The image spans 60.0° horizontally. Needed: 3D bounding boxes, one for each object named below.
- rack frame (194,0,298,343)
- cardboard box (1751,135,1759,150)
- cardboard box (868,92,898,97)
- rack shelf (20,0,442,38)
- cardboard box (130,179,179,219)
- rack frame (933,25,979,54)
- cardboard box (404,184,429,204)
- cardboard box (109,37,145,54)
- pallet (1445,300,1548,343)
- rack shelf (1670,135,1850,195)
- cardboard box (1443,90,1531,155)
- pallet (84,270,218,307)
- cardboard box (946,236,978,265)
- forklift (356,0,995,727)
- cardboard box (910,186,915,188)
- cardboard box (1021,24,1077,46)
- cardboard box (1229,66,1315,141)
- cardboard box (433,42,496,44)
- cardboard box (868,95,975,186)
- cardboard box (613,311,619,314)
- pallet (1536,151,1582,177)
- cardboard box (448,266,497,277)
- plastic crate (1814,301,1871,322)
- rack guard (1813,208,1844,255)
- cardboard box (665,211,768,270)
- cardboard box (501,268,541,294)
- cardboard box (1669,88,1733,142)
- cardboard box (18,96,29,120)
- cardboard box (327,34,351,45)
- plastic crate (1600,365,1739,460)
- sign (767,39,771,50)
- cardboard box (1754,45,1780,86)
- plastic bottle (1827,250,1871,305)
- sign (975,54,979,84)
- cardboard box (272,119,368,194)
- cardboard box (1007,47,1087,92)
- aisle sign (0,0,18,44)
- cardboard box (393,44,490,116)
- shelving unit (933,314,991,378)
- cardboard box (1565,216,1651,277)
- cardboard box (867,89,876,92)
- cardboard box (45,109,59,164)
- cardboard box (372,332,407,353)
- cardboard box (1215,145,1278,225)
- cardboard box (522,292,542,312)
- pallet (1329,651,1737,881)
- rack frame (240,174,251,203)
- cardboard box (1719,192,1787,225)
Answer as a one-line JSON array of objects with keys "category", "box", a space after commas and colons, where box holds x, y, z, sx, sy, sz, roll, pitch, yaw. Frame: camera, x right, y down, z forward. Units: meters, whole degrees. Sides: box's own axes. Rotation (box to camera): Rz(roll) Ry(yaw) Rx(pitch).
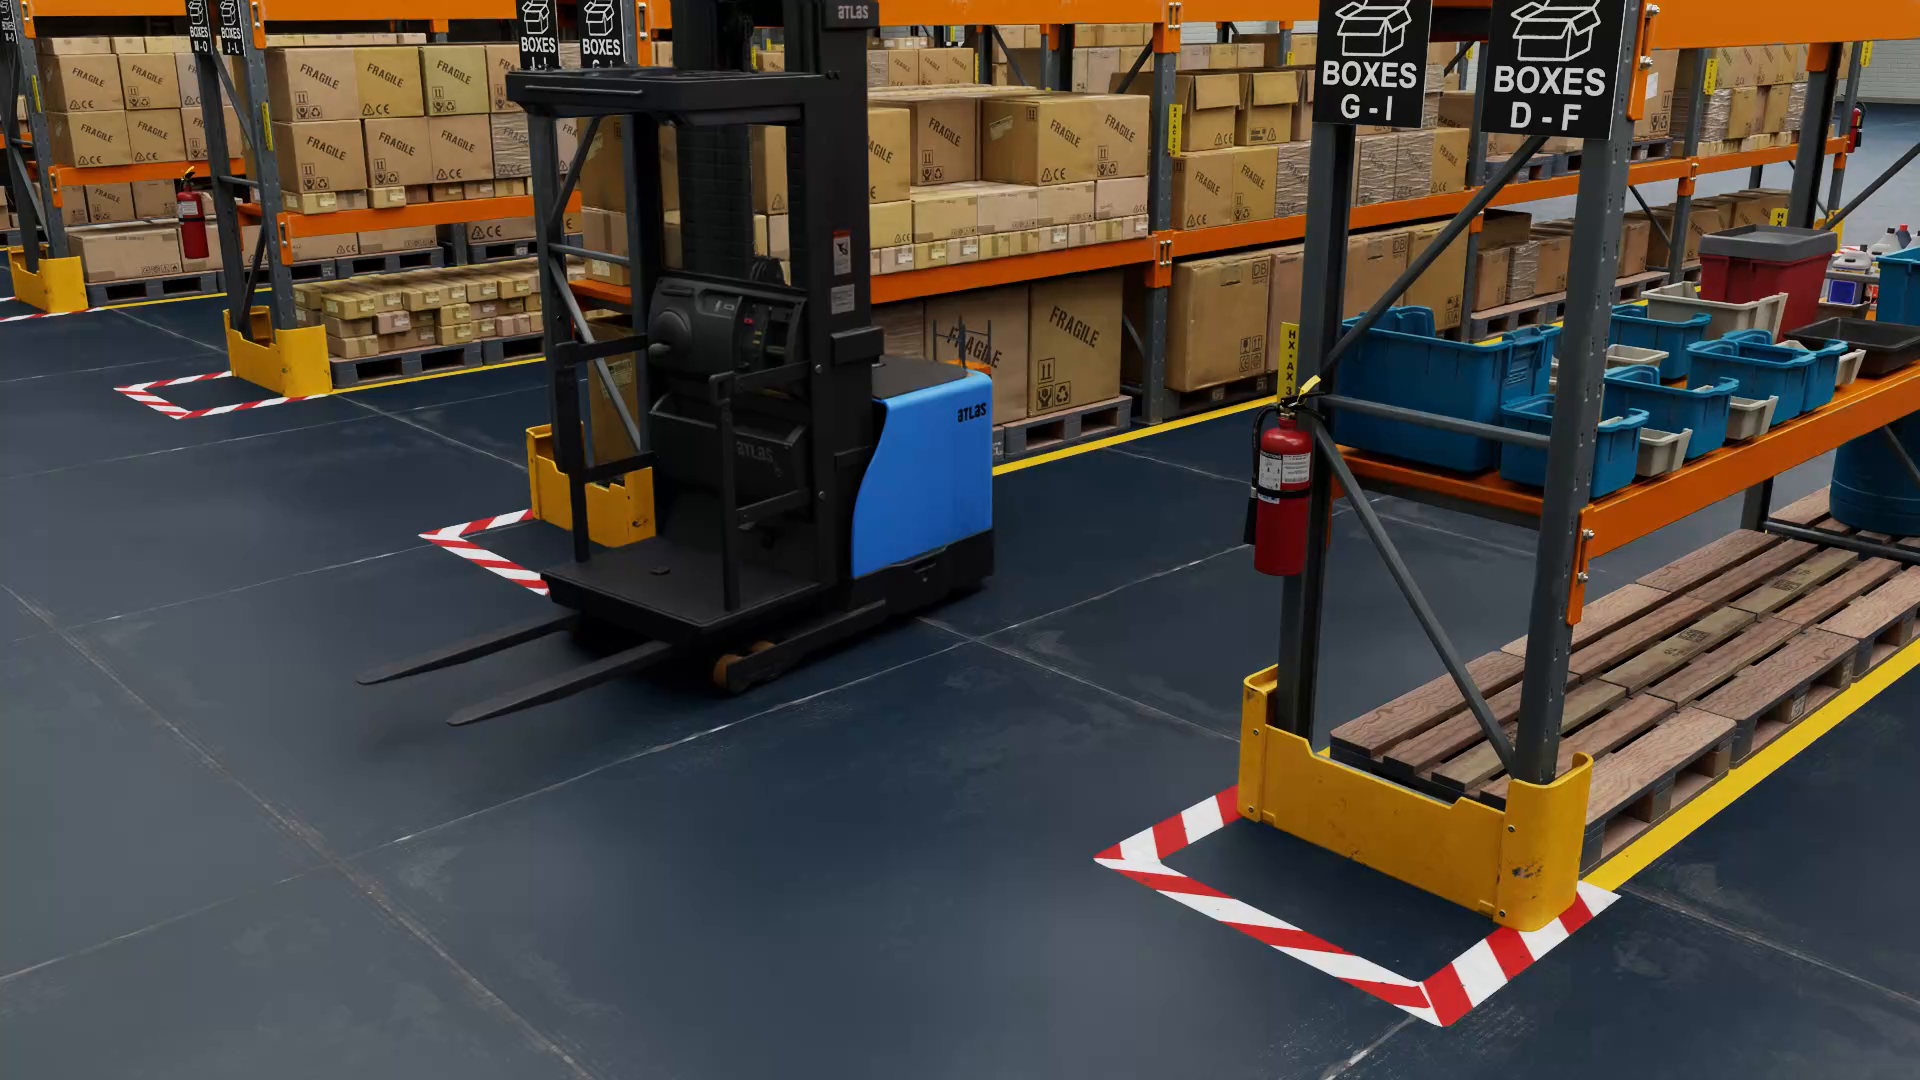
[{"category": "rack frame", "box": [-5.234, -2.610, 12.171, 0.127, 3.000, 1.000, -16, 24, -41]}, {"category": "cardboard box", "box": [8.074, -4.149, 17.325, 0.250, 0.149, 0.380, -16, 24, -41]}, {"category": "cardboard box", "box": [-0.786, -4.075, 15.453, 0.250, 0.149, 0.380, -15, 23, -39]}, {"category": "rack shelf", "box": [-7.255, -5.206, 16.482, 4.000, 0.370, 1.077, -16, 24, -41]}, {"category": "cardboard box", "box": [-10.209, -4.321, 20.820, 0.700, 0.500, 0.500, 17, 24, 42]}, {"category": "rack frame", "box": [0.011, -6.241, 23.369, 0.127, 3.000, 1.000, -16, 24, -41]}, {"category": "cardboard box", "box": [-4.290, -2.680, 12.793, 0.250, 0.149, 0.380, -15, 23, -38]}, {"category": "cardboard box", "box": [-7.851, -4.644, 15.609, 0.250, 0.149, 0.380, -15, 23, -39]}, {"category": "pallet", "box": [4.482, -2.011, 14.845, 1.213, 0.211, 1.003, -16, 24, -41]}, {"category": "rack shelf", "box": [8.273, -4.101, 17.938, 4.000, 0.370, 1.077, -16, 24, -41]}, {"category": "cardboard box", "box": [4.615, -3.684, 14.640, 0.500, 0.500, 0.700, -12, 22, -33]}, {"category": "pallet", "box": [-8.181, -2.558, 16.533, 1.213, 0.211, 1.003, -16, 24, -41]}, {"category": "cardboard box", "box": [-0.108, -1.741, 9.898, 0.250, 0.149, 0.380, -16, 24, -40]}, {"category": "forklift", "box": [-1.157, -0.921, 7.073, 1.130, 2.935, 3.031, 14, 23, 38]}, {"category": "cardboard box", "box": [-0.615, -2.036, 10.161, 0.500, 0.250, 0.500, -16, 24, -41]}, {"category": "cardboard box", "box": [1.250, -7.154, 23.920, 0.500, 0.500, 0.700, -17, 25, -42]}, {"category": "cardboard box", "box": [2.413, -3.265, 12.402, 0.637, 0.503, 0.797, -15, 23, -39]}, {"category": "cardboard box", "box": [-3.950, -3.760, 13.452, 0.500, 0.500, 0.500, 17, 24, 42]}, {"category": "cardboard box", "box": [-0.254, -2.493, 10.357, 0.500, 0.500, 0.500, 17, 25, 42]}, {"category": "cardboard box", "box": [-3.047, -2.006, 14.251, 0.250, 0.149, 0.380, -17, 25, -42]}, {"category": "pallet", "box": [5.324, -3.510, 15.257, 1.213, 0.211, 1.003, -16, 24, -41]}, {"category": "cardboard box", "box": [-4.044, -2.170, 13.792, 0.380, 0.149, 0.250, 17, 25, 42]}, {"category": "plastic crate", "box": [3.974, -1.051, 7.694, 0.243, 0.136, 0.396, -16, 24, -41]}, {"category": "rack guard", "box": [9.671, -3.662, 19.470, 0.348, 0.500, 1.175, -16, 24, -41]}, {"category": "cardboard box", "box": [-1.365, -1.588, 8.781, 0.500, 0.250, 0.500, -17, 25, -42]}, {"category": "cardboard box", "box": [-3.560, -2.130, 13.666, 0.250, 0.149, 0.380, -16, 24, -41]}, {"category": "cardboard box", "box": [7.190, -4.290, 16.710, 0.500, 0.500, 0.875, -16, 24, -41]}, {"category": "cardboard box", "box": [-10.874, -5.130, 19.706, 0.500, 0.250, 0.500, -17, 24, -42]}, {"category": "cardboard box", "box": [-6.432, -5.101, 17.019, 0.250, 0.149, 0.380, -17, 24, -41]}, {"category": "plastic crate", "box": [2.388, -0.434, 5.634, 0.300, 0.233, 0.416, -16, 24, -41]}, {"category": "sign", "box": [-3.022, -7.746, 26.263, 0.005, 0.325, 0.100, -16, 24, -41]}, {"category": "cardboard box", "box": [8.048, -4.935, 17.077, 0.500, 0.500, 0.500, -16, 24, -41]}, {"category": "plastic bottle", "box": [4.474, -1.312, 8.368, 0.135, 0.276, 0.152, -16, 24, -41]}, {"category": "sign", "box": [0.196, -4.980, 17.603, 0.005, 0.325, 0.100, -16, 24, -41]}, {"category": "cardboard box", "box": [-4.718, -2.832, 12.212, 0.500, 0.500, 0.500, -15, 23, -38]}, {"category": "cardboard box", "box": [0.912, -4.921, 17.517, 0.500, 0.500, 0.700, -16, 24, -41]}, {"category": "aisle sign", "box": [-8.561, -4.854, 14.878, 0.004, 0.787, 0.394, -16, 24, -41]}, {"category": "cardboard box", "box": [-3.969, -3.524, 12.724, 0.500, 0.500, 0.500, -17, 25, -42]}, {"category": "shelving unit", "box": [0.011, -0.574, 8.809, 0.189, 1.200, 0.258, -16, 24, -41]}, {"category": "cardboard box", "box": [6.359, -2.915, 16.451, 0.700, 0.500, 0.500, 16, 24, 40]}, {"category": "cardboard box", "box": [-1.027, -4.283, 16.093, 0.250, 0.149, 0.380, -17, 24, -42]}, {"category": "cardboard box", "box": [-8.539, -3.907, 16.009, 0.500, 0.500, 0.500, -16, 24, -41]}, {"category": "cardboard box", "box": [-4.499, -1.567, 12.895, 0.250, 0.149, 0.380, -16, 24, -41]}, {"category": "cardboard box", "box": [1.878, -2.520, 11.733, 0.500, 0.500, 0.500, -16, 24, -41]}, {"category": "cardboard box", "box": [-3.561, -1.995, 13.734, 0.250, 0.149, 0.380, -15, 23, -38]}, {"category": "pallet", "box": [2.130, 0.793, 6.196, 1.213, 0.211, 1.003, -16, 24, -41]}, {"category": "rack frame", "box": [-9.214, -5.657, 21.569, 0.127, 3.000, 1.000, -16, 24, -41]}, {"category": "cardboard box", "box": [8.850, -3.615, 18.644, 0.500, 0.500, 0.500, -9, 20, -27]}]
